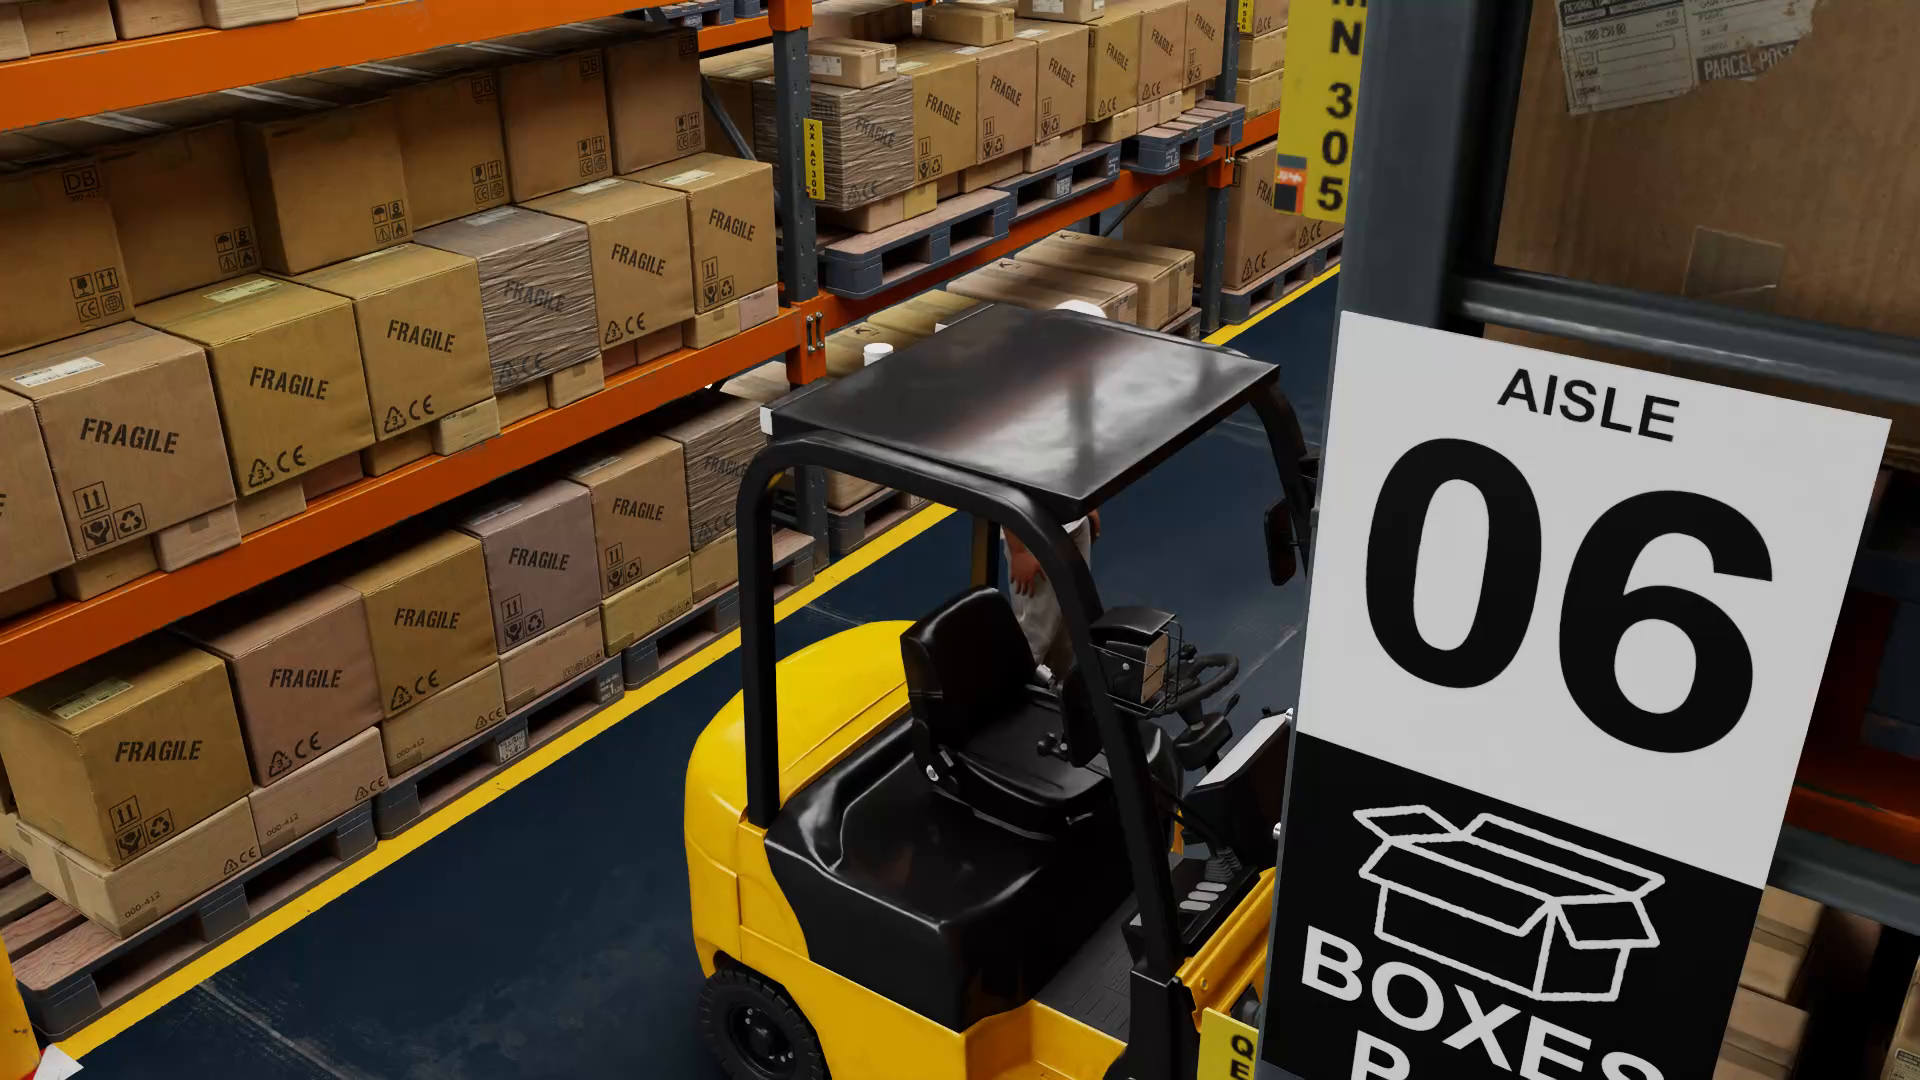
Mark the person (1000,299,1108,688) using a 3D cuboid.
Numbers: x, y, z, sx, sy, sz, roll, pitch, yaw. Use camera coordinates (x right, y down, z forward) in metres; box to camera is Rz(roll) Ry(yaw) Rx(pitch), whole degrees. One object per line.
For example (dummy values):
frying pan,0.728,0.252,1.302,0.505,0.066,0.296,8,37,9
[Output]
person,0.352,-0.048,6.193,0.459,1.759,0.632,15,31,27
